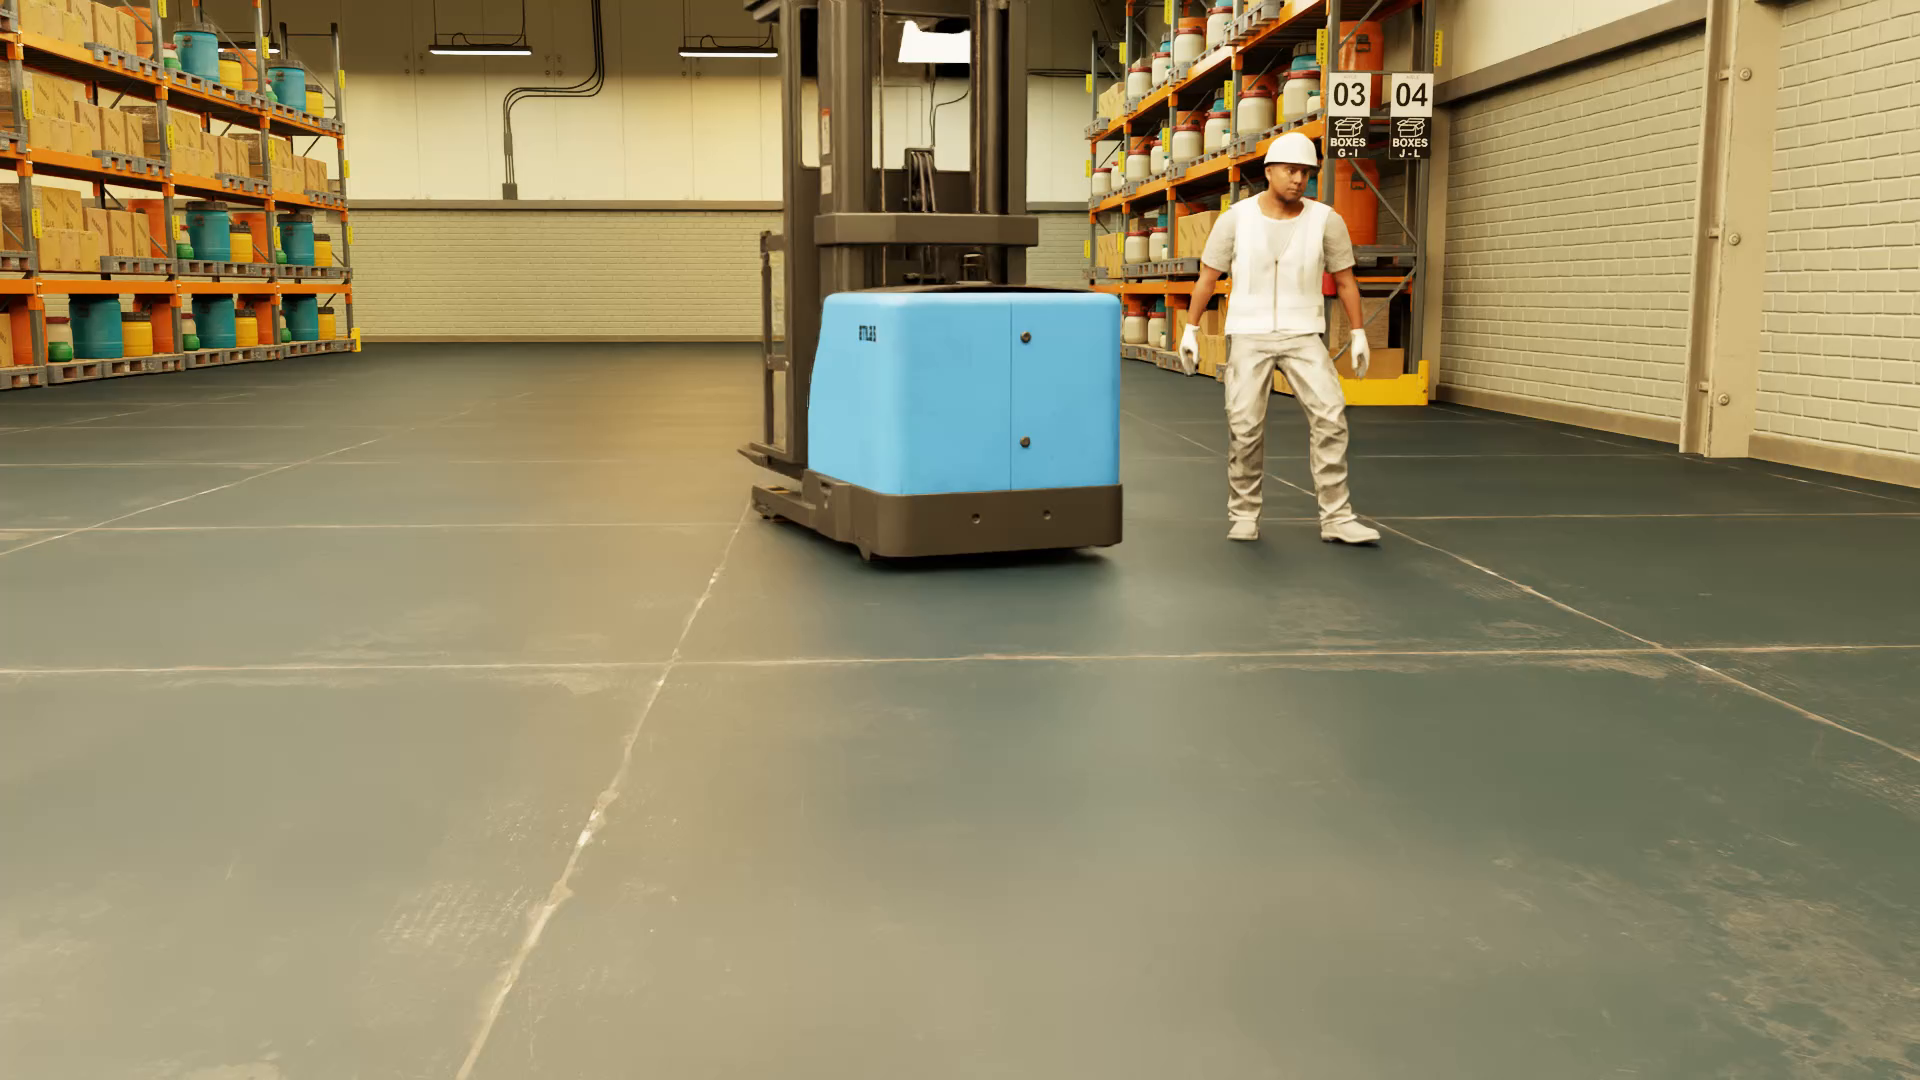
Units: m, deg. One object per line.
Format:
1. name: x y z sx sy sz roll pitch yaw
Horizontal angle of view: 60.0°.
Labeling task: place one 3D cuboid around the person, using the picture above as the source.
1. person: 1.387 -0.861 7.188 0.877 1.746 0.440 1 9 8

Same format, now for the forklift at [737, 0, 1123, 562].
1. forklift: -0.354 -1.542 7.716 1.130 2.935 3.031 -3 9 -21
